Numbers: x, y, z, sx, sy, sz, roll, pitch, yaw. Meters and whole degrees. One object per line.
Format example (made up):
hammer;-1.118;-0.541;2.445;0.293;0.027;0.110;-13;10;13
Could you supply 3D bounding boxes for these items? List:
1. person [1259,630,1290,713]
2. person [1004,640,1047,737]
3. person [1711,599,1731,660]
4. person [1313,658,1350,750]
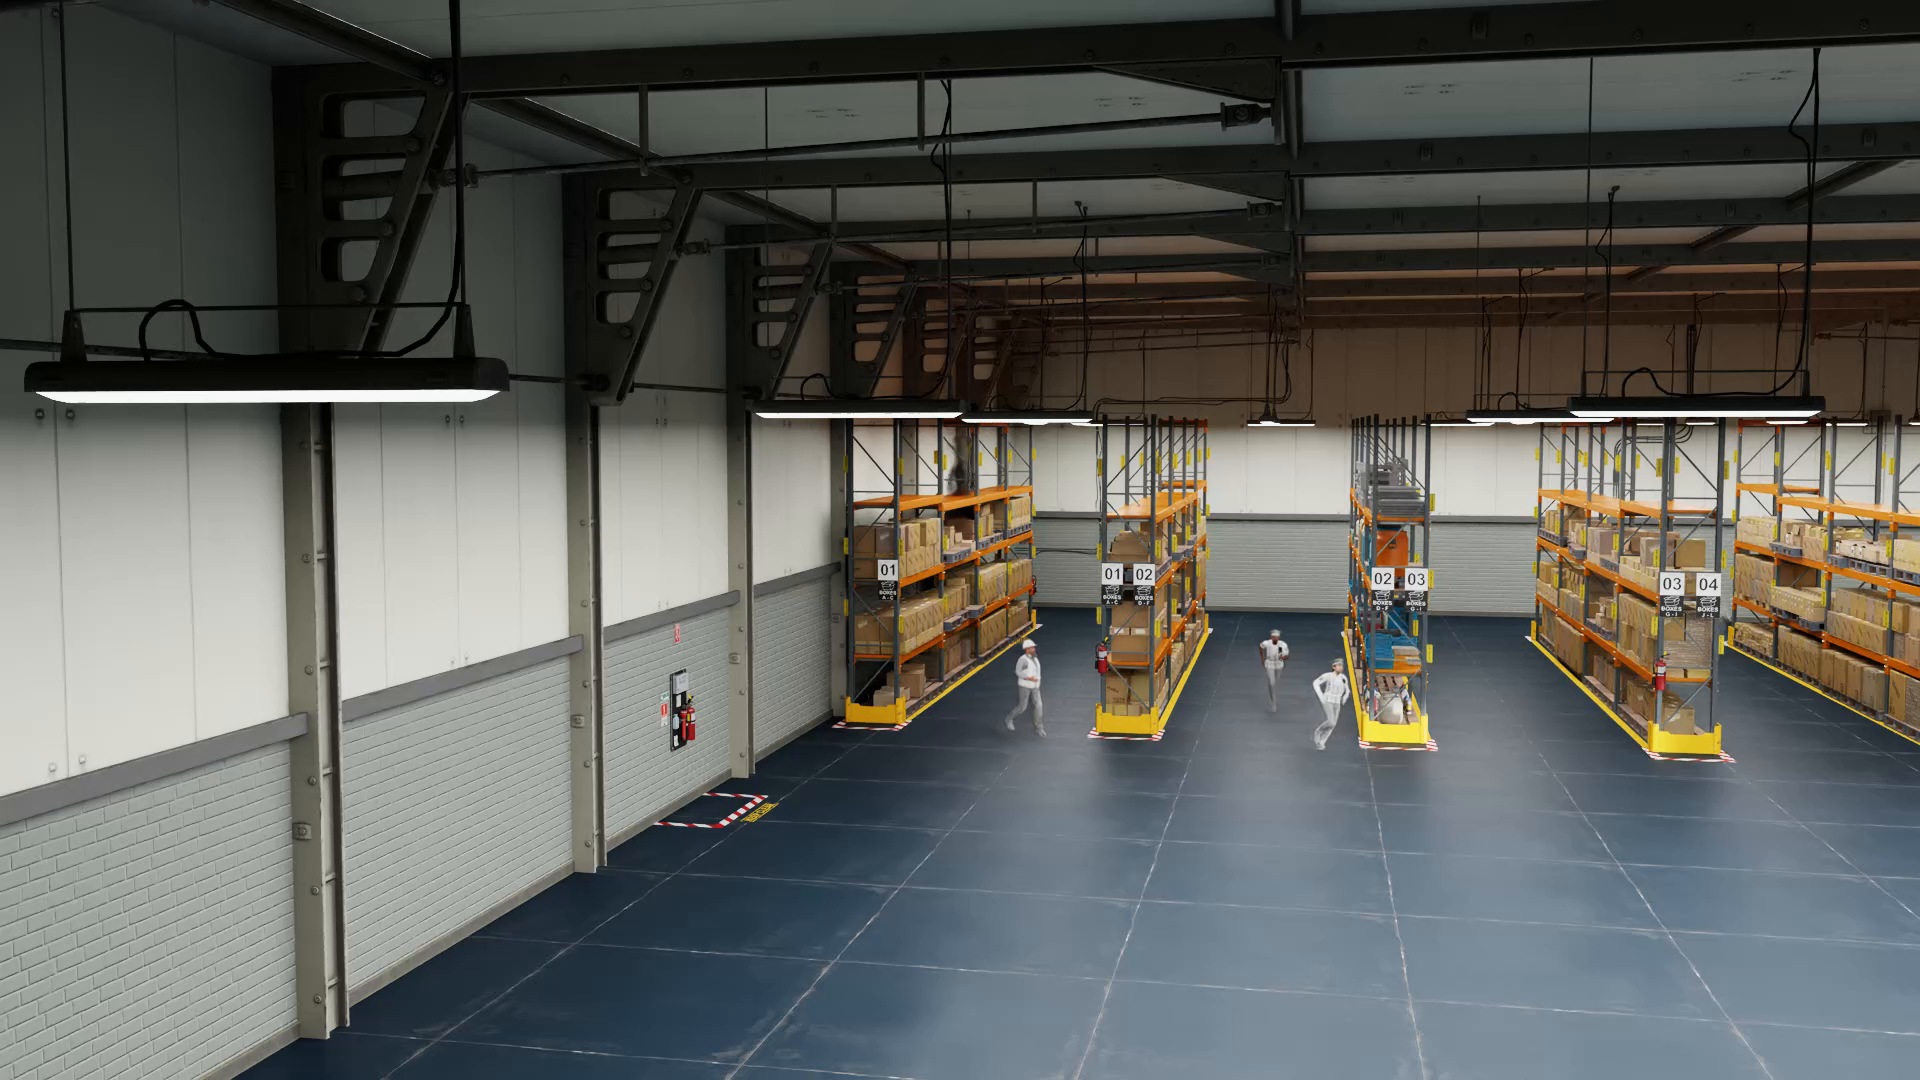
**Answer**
person;6.416;2.644;33.987;0.576;1.699;0.952;0;4;0
person;1.301;2.757;31.160;0.969;1.780;0.699;4;5;43
person;18.663;2.210;40.873;0.511;1.585;0.639;1;4;13
person;6.696;2.929;29.750;0.638;1.644;0.486;-1;4;-19
